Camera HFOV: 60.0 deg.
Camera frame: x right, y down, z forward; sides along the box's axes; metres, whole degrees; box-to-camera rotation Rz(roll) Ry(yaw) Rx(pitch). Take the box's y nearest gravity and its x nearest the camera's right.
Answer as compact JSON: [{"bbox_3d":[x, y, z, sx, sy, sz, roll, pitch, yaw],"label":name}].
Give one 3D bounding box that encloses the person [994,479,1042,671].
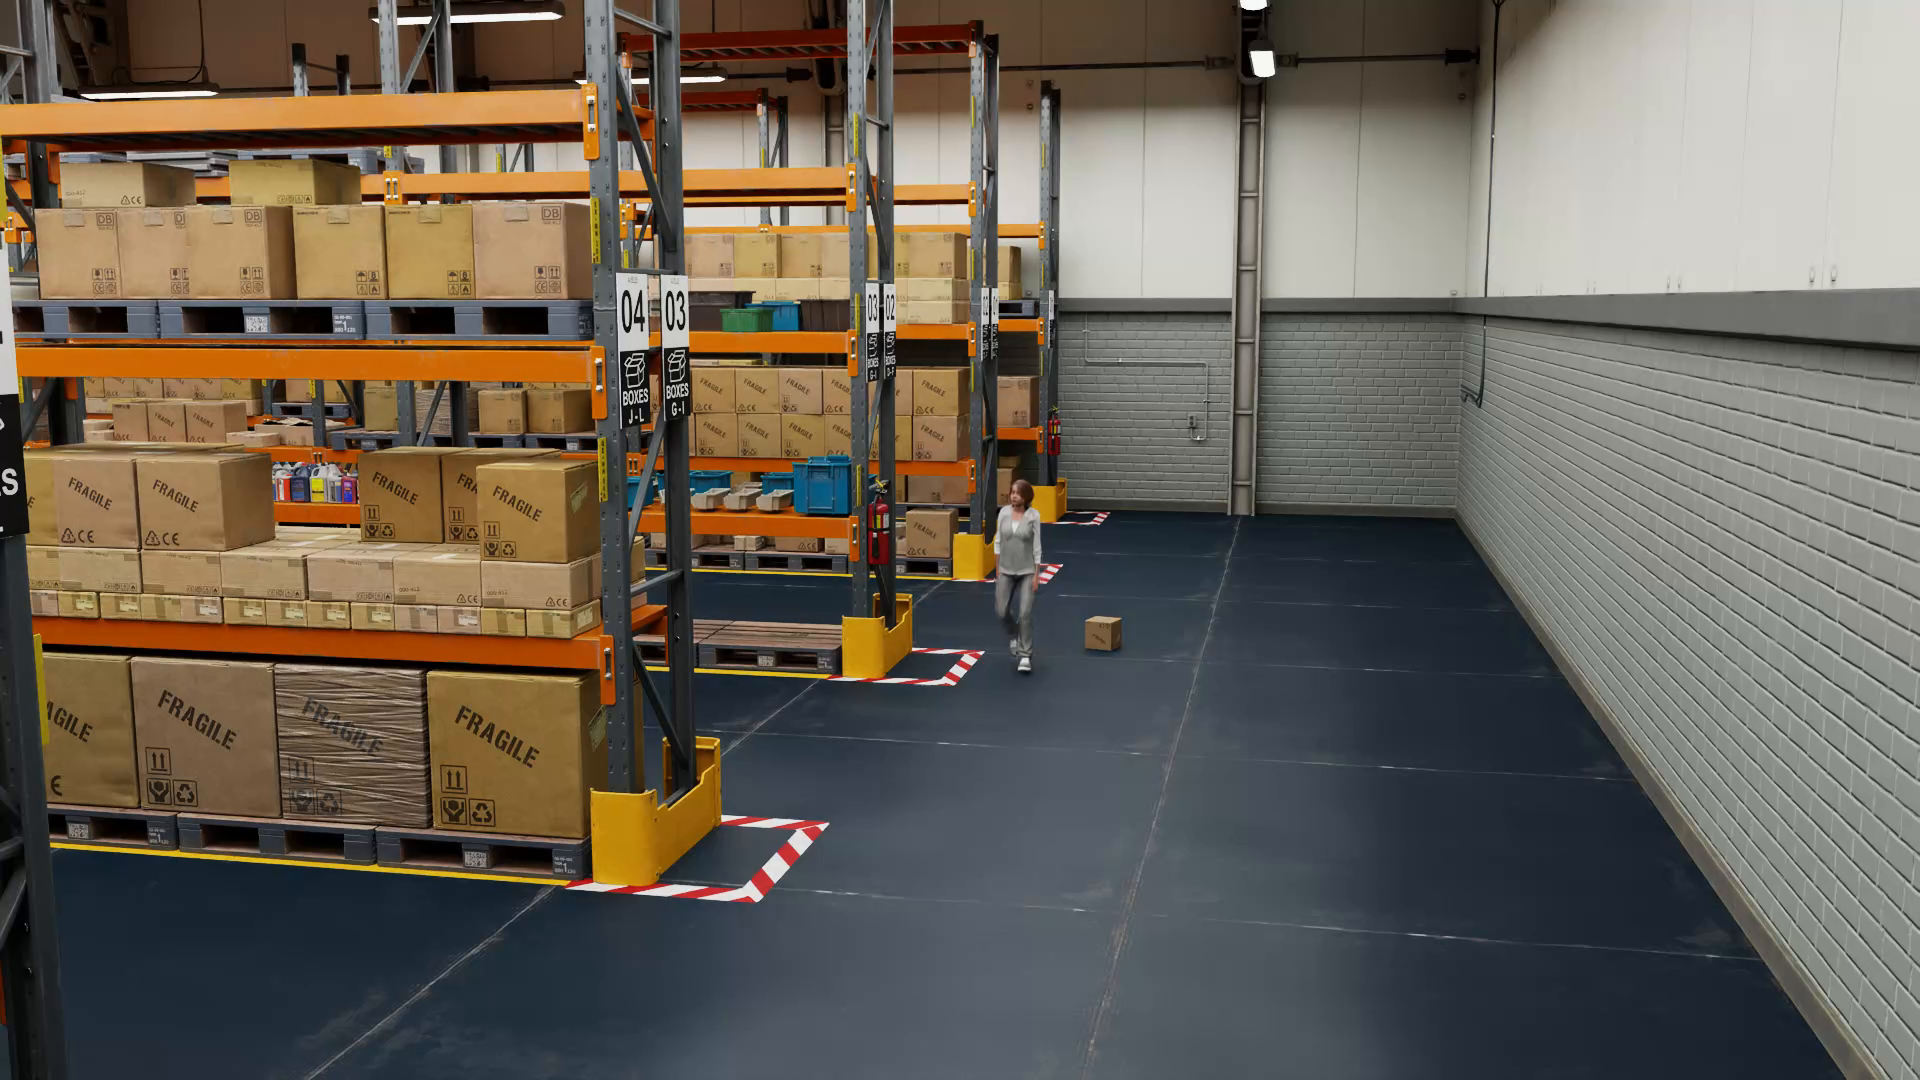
[{"bbox_3d":[0.492,0.272,13.815,0.419,1.581,0.484,2,8,14],"label":"person"}]
